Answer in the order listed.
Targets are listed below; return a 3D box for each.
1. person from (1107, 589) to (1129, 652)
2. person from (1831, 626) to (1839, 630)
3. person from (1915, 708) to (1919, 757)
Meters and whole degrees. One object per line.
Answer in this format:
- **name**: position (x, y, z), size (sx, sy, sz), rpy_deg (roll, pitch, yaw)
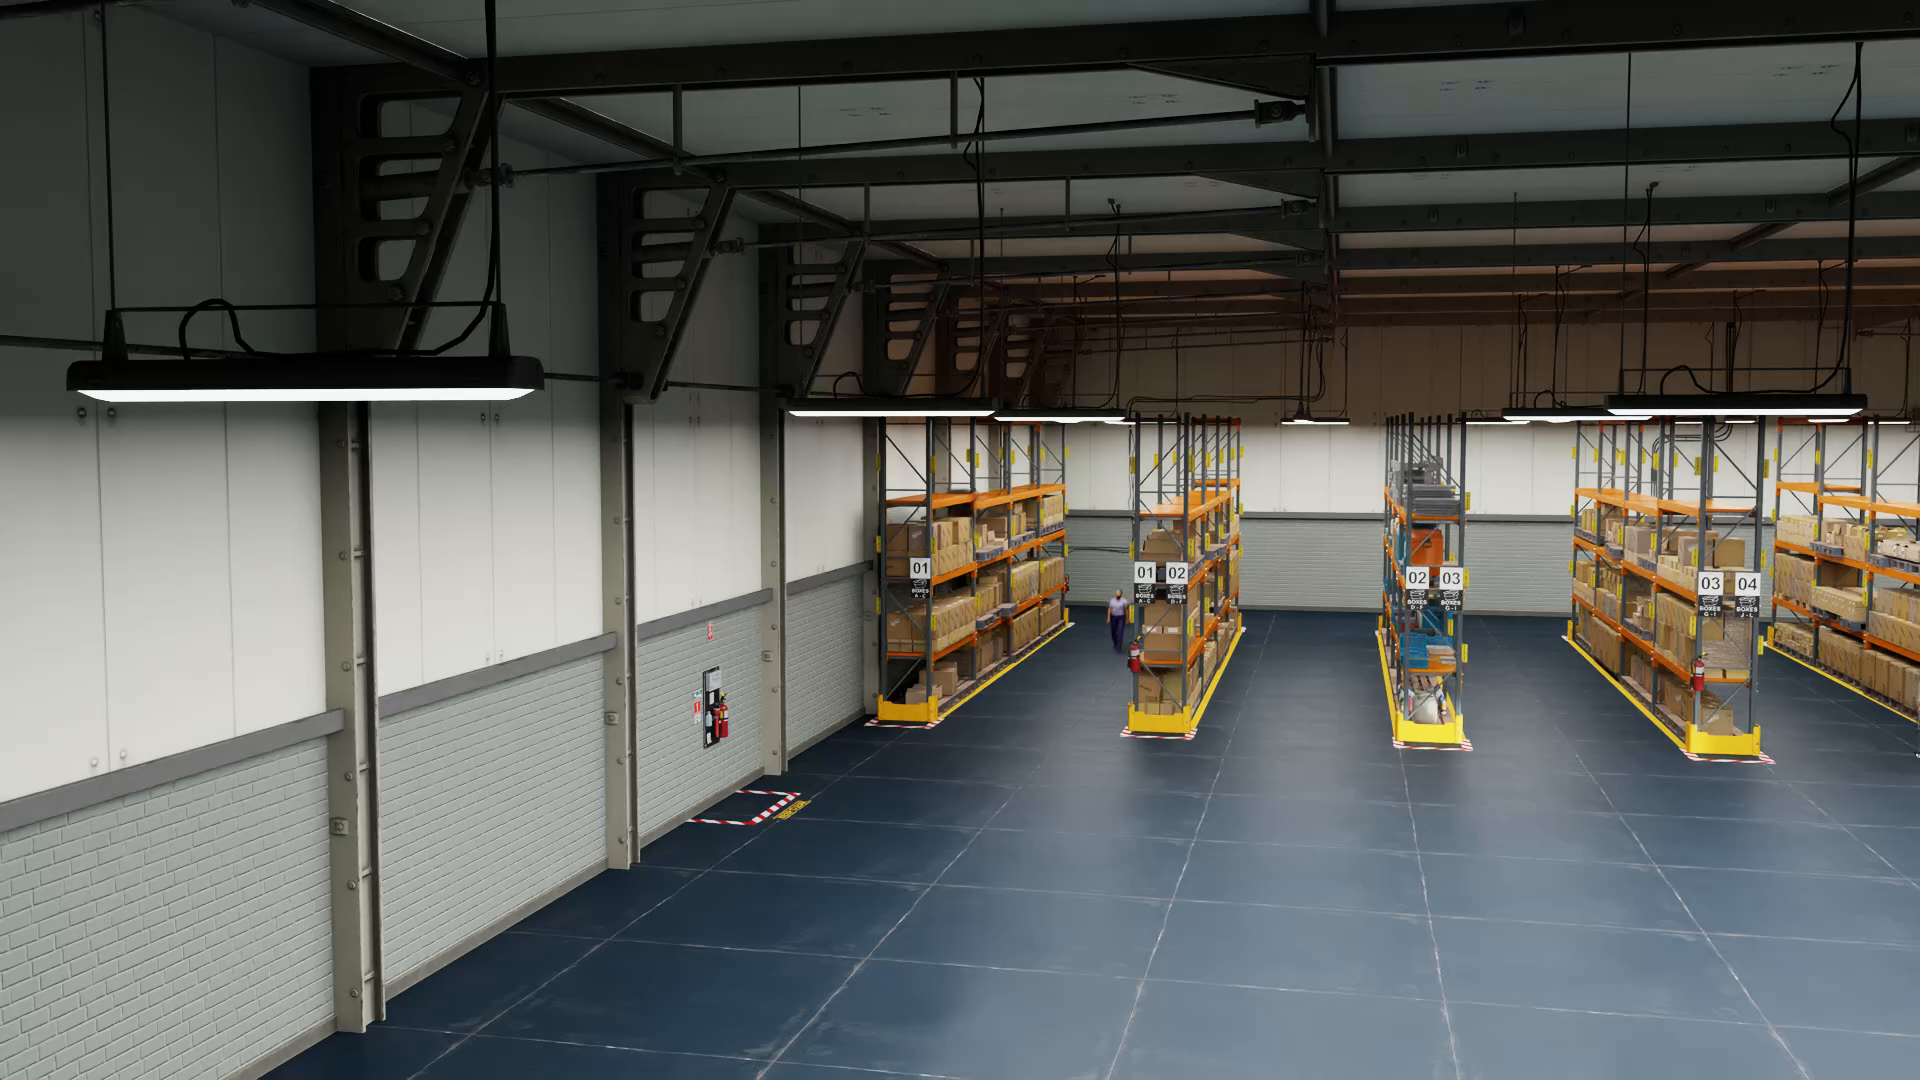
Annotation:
- **person**: position (4.052, 2.047, 42.543), size (0.528, 1.602, 0.929), rpy_deg (1, 4, 17)
- **person**: position (23.730, 1.824, 45.186), size (0.514, 1.716, 0.496), rpy_deg (-1, 4, -10)
- **person**: position (16.783, 2.987, 28.767), size (0.345, 1.616, 0.516), rpy_deg (-1, 4, -14)
